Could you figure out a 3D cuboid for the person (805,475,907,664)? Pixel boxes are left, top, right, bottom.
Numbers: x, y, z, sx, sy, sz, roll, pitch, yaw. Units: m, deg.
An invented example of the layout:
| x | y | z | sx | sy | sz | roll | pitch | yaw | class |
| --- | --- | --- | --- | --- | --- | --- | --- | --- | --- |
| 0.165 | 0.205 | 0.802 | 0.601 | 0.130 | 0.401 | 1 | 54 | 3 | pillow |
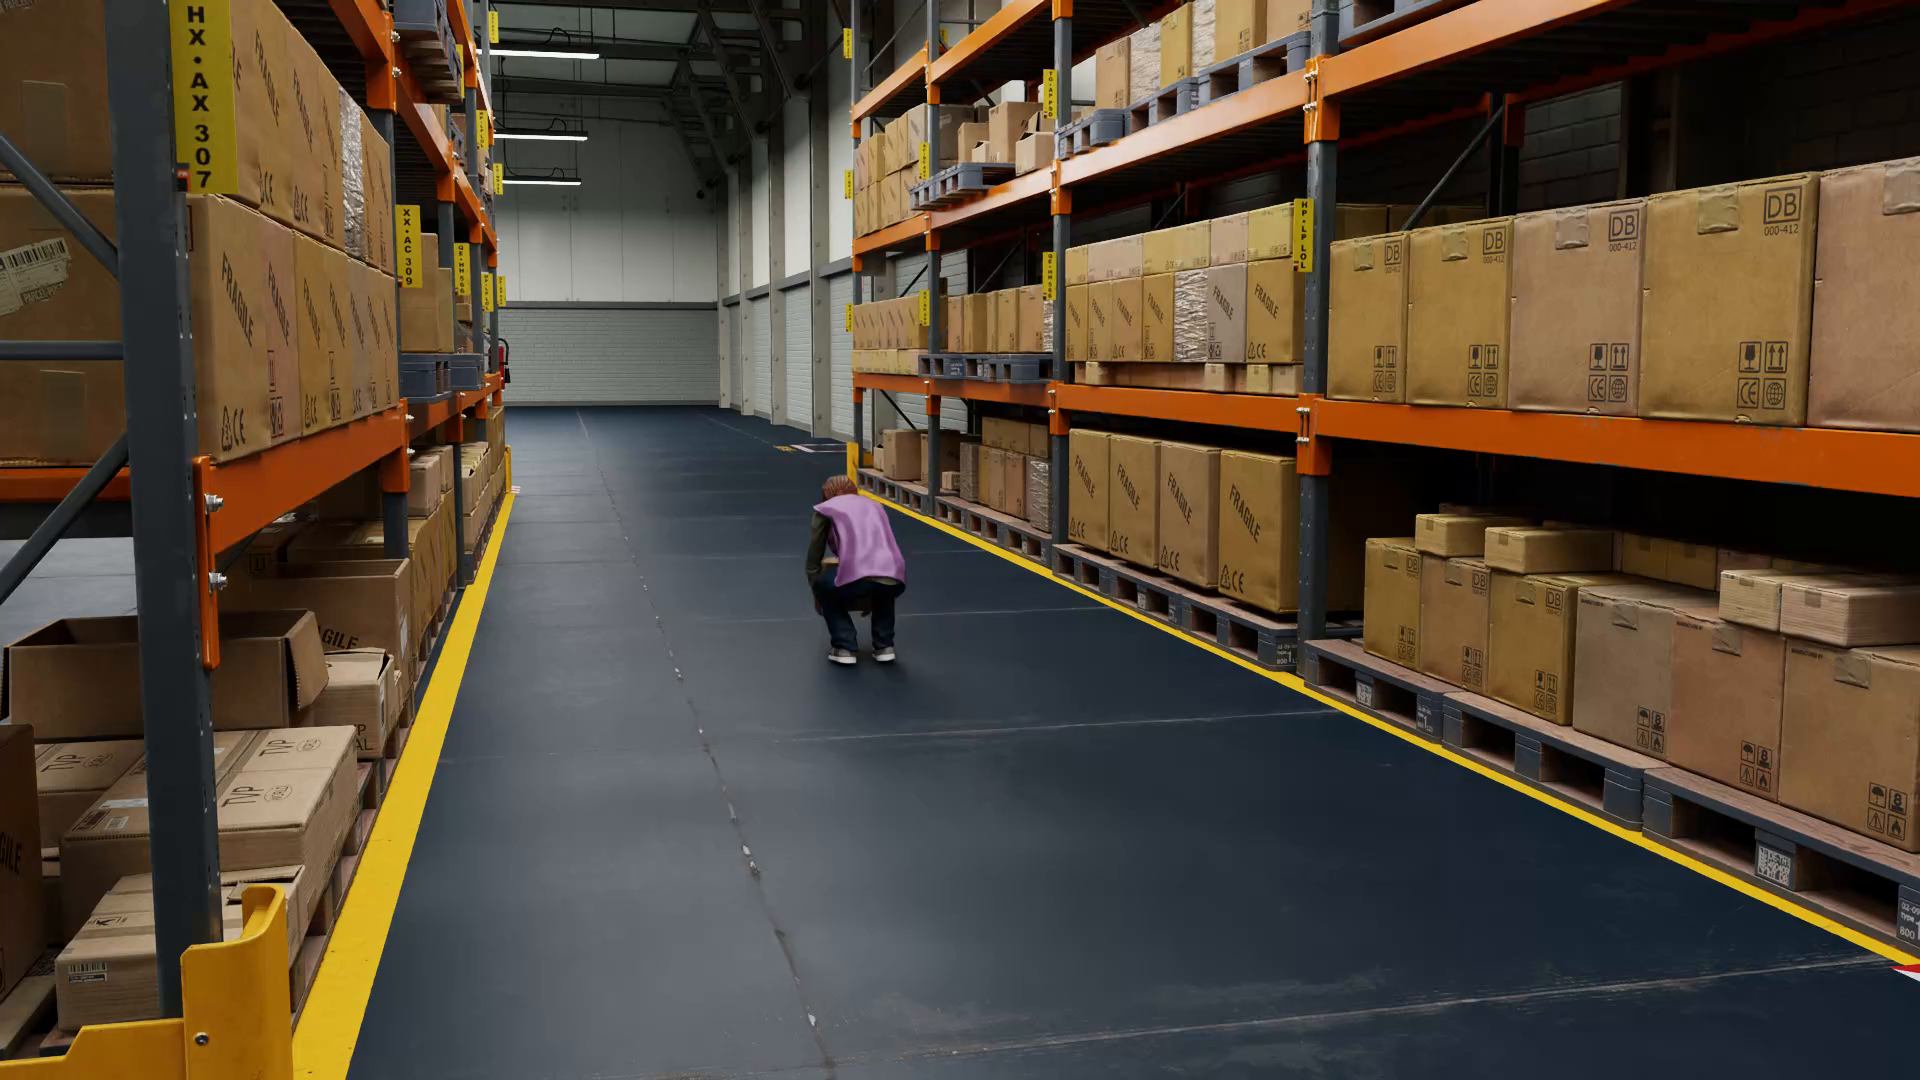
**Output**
| x | y | z | sx | sy | sz | roll | pitch | yaw | class |
| --- | --- | --- | --- | --- | --- | --- | --- | --- | --- |
| -0.517 | 0.144 | 8.251 | 0.442 | 0.902 | 0.806 | -2 | 7 | -14 | person |
